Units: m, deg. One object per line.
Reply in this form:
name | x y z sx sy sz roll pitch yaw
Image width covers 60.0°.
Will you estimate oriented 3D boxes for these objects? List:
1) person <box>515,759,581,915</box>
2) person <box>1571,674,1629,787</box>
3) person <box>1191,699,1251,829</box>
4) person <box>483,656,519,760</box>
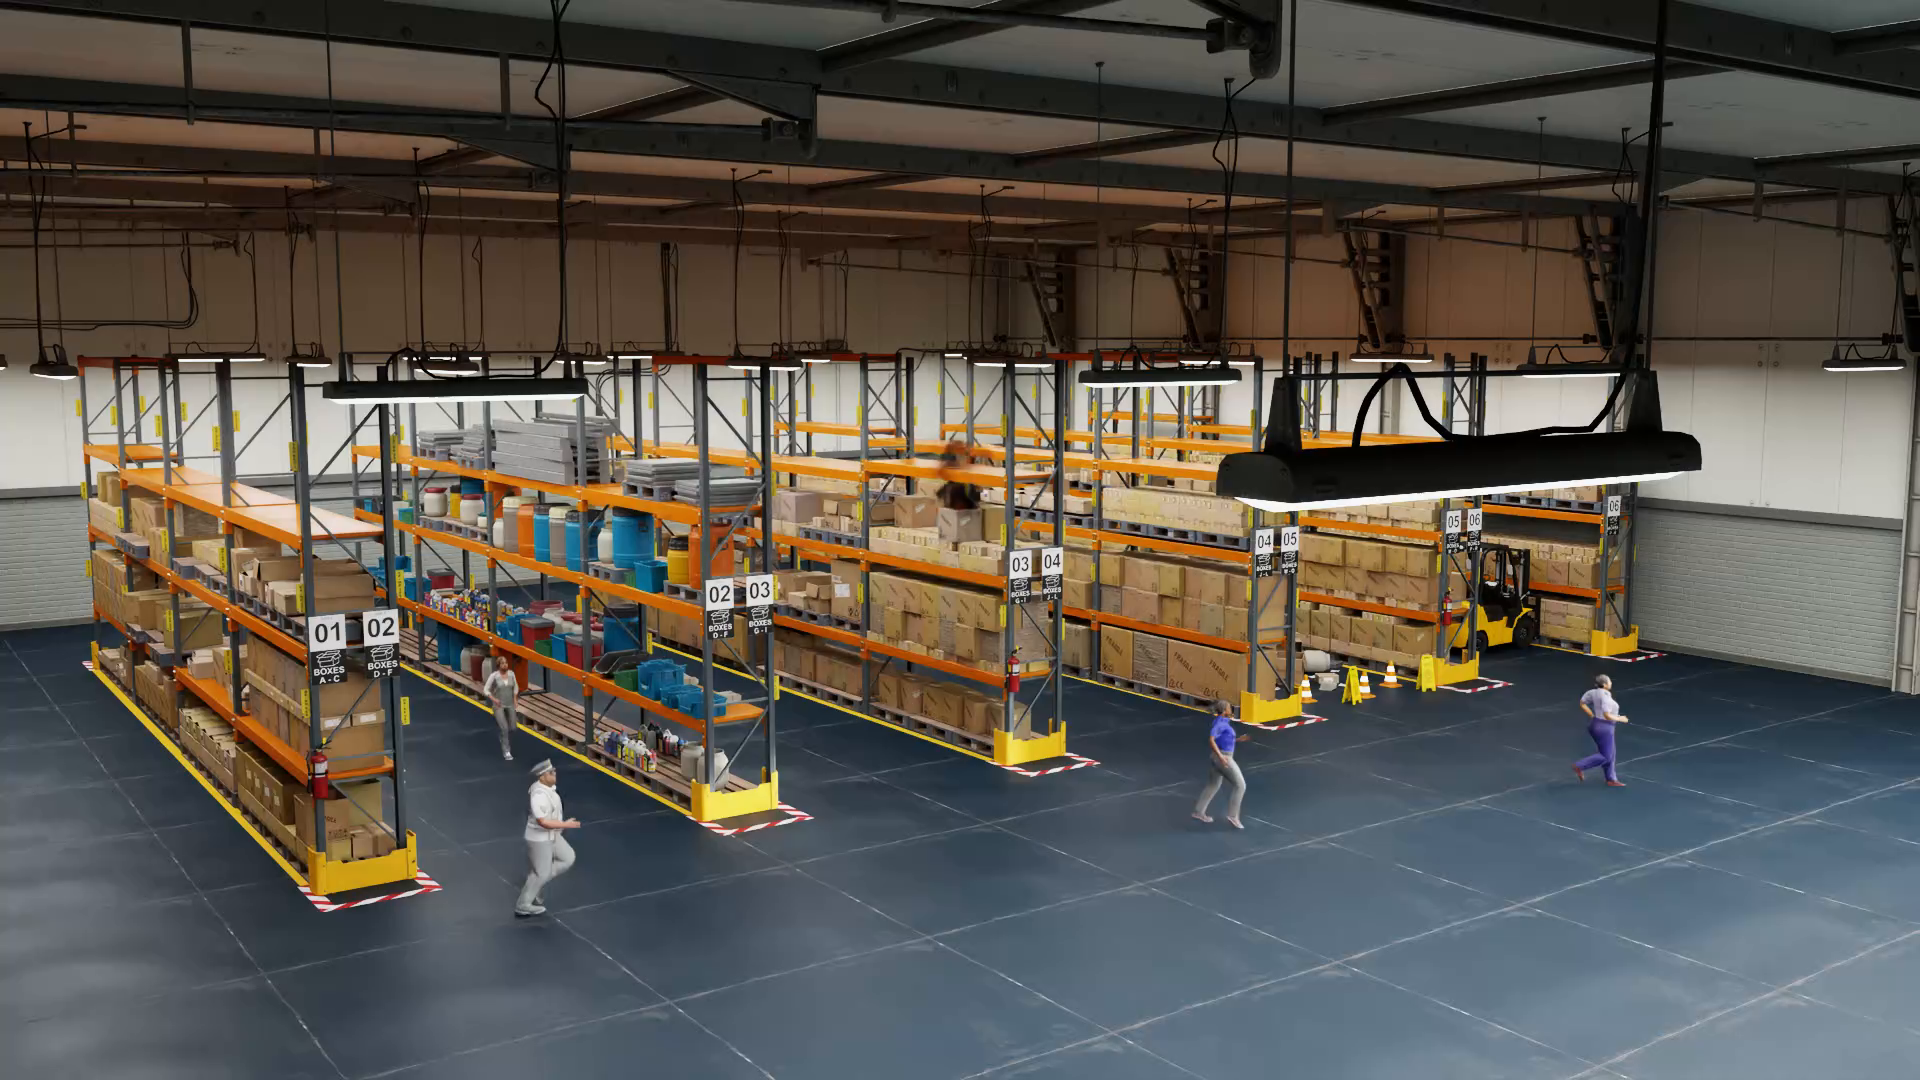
person | -4.536 3.245 18.328 0.743 1.734 0.685 0 7 -2
person | 9.012 2.695 23.421 0.849 1.640 0.607 0 7 -4
person | 3.403 2.912 21.539 0.740 1.720 0.544 -1 7 -10
person | -6.929 2.522 25.133 0.549 1.572 0.542 -5 8 -35
